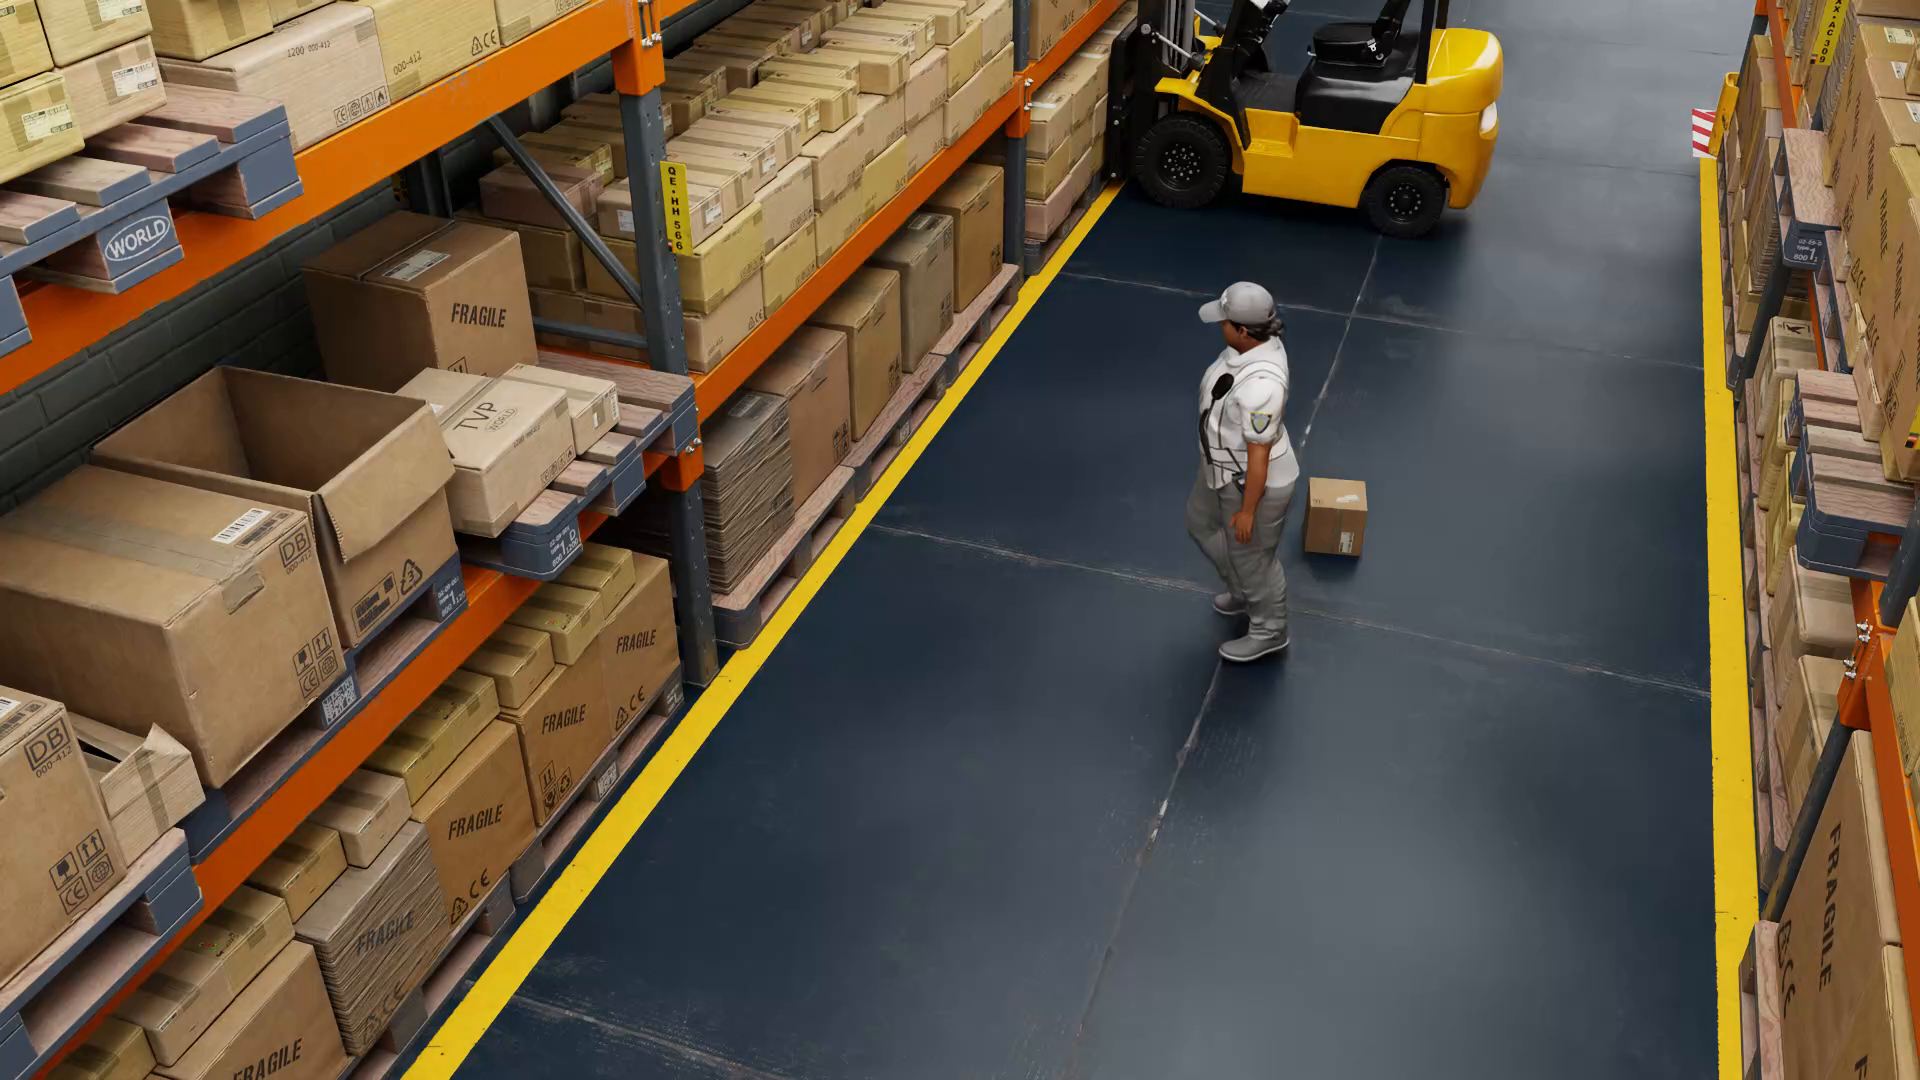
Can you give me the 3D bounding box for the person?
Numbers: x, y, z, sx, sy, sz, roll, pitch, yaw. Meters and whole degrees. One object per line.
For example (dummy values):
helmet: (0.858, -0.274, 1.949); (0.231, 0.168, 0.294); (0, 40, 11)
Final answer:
person: (1.044, -0.214, 6.501); (0.561, 1.716, 0.510); (-3, 34, -5)
